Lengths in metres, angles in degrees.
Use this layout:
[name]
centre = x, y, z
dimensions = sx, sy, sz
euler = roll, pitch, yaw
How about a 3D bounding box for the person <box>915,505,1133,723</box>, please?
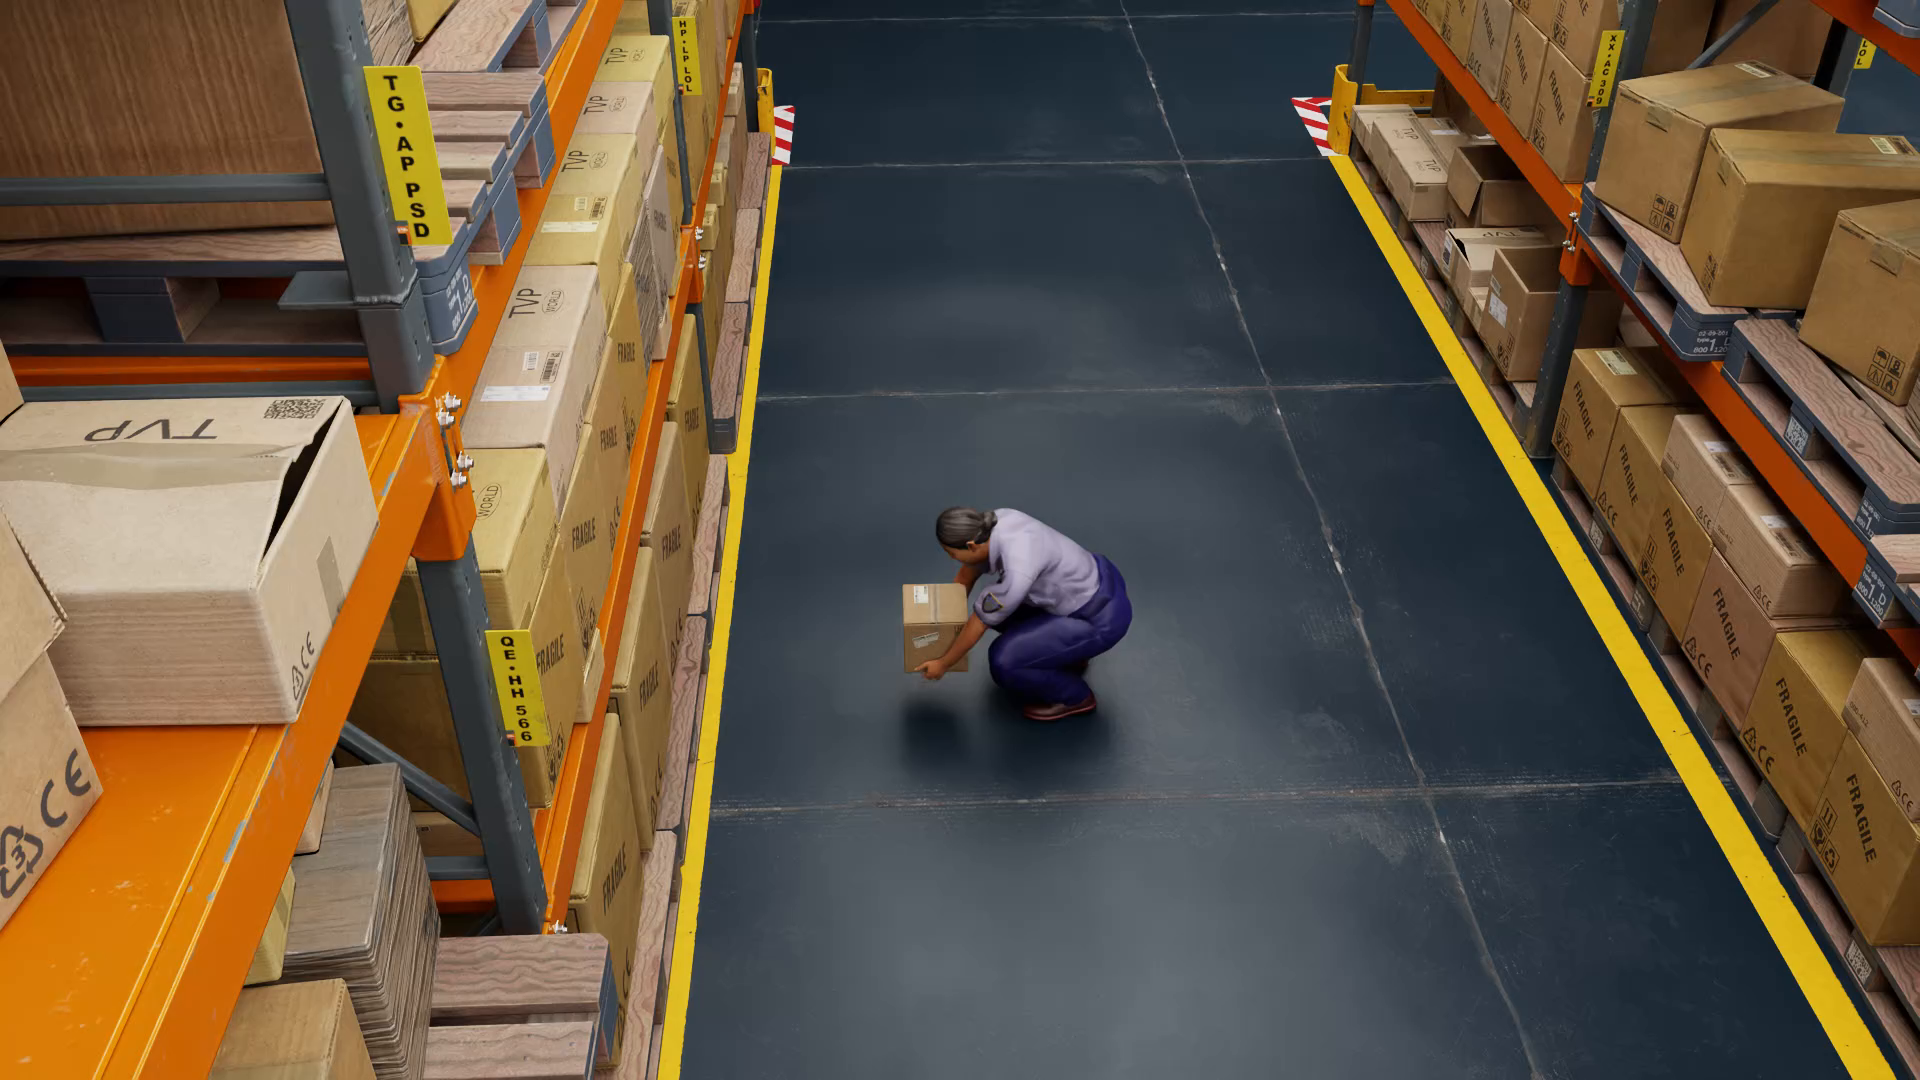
[person]
centre = 0.240, 0.231, 6.462
dimensions = 0.852, 0.938, 0.517
euler = -2, 36, -3
